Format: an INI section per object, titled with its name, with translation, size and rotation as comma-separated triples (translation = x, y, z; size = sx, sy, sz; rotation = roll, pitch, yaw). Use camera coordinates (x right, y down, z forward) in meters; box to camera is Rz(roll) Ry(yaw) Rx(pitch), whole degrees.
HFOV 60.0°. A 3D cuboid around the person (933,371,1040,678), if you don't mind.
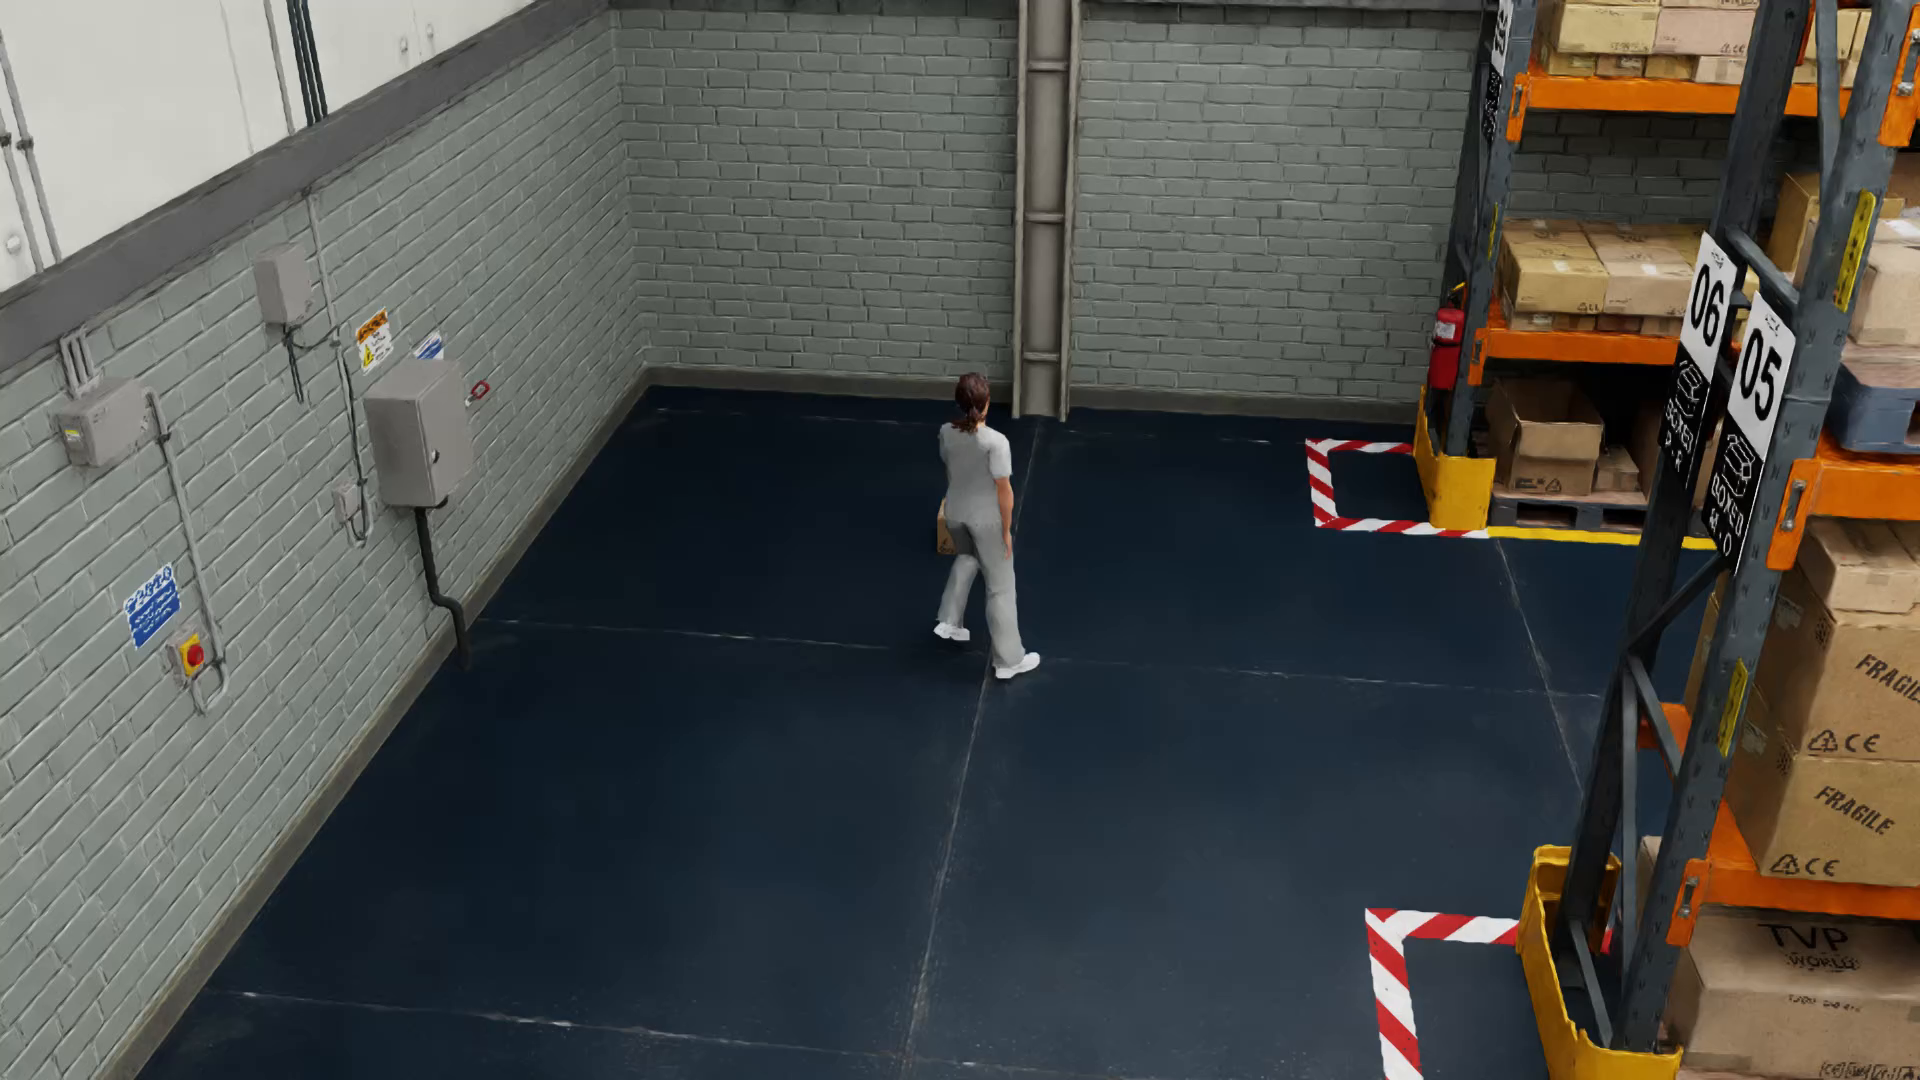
[person]
translation = 0.160, -0.092, 8.789
size = 0.581, 1.649, 0.459
rotation = 16, 32, 27
